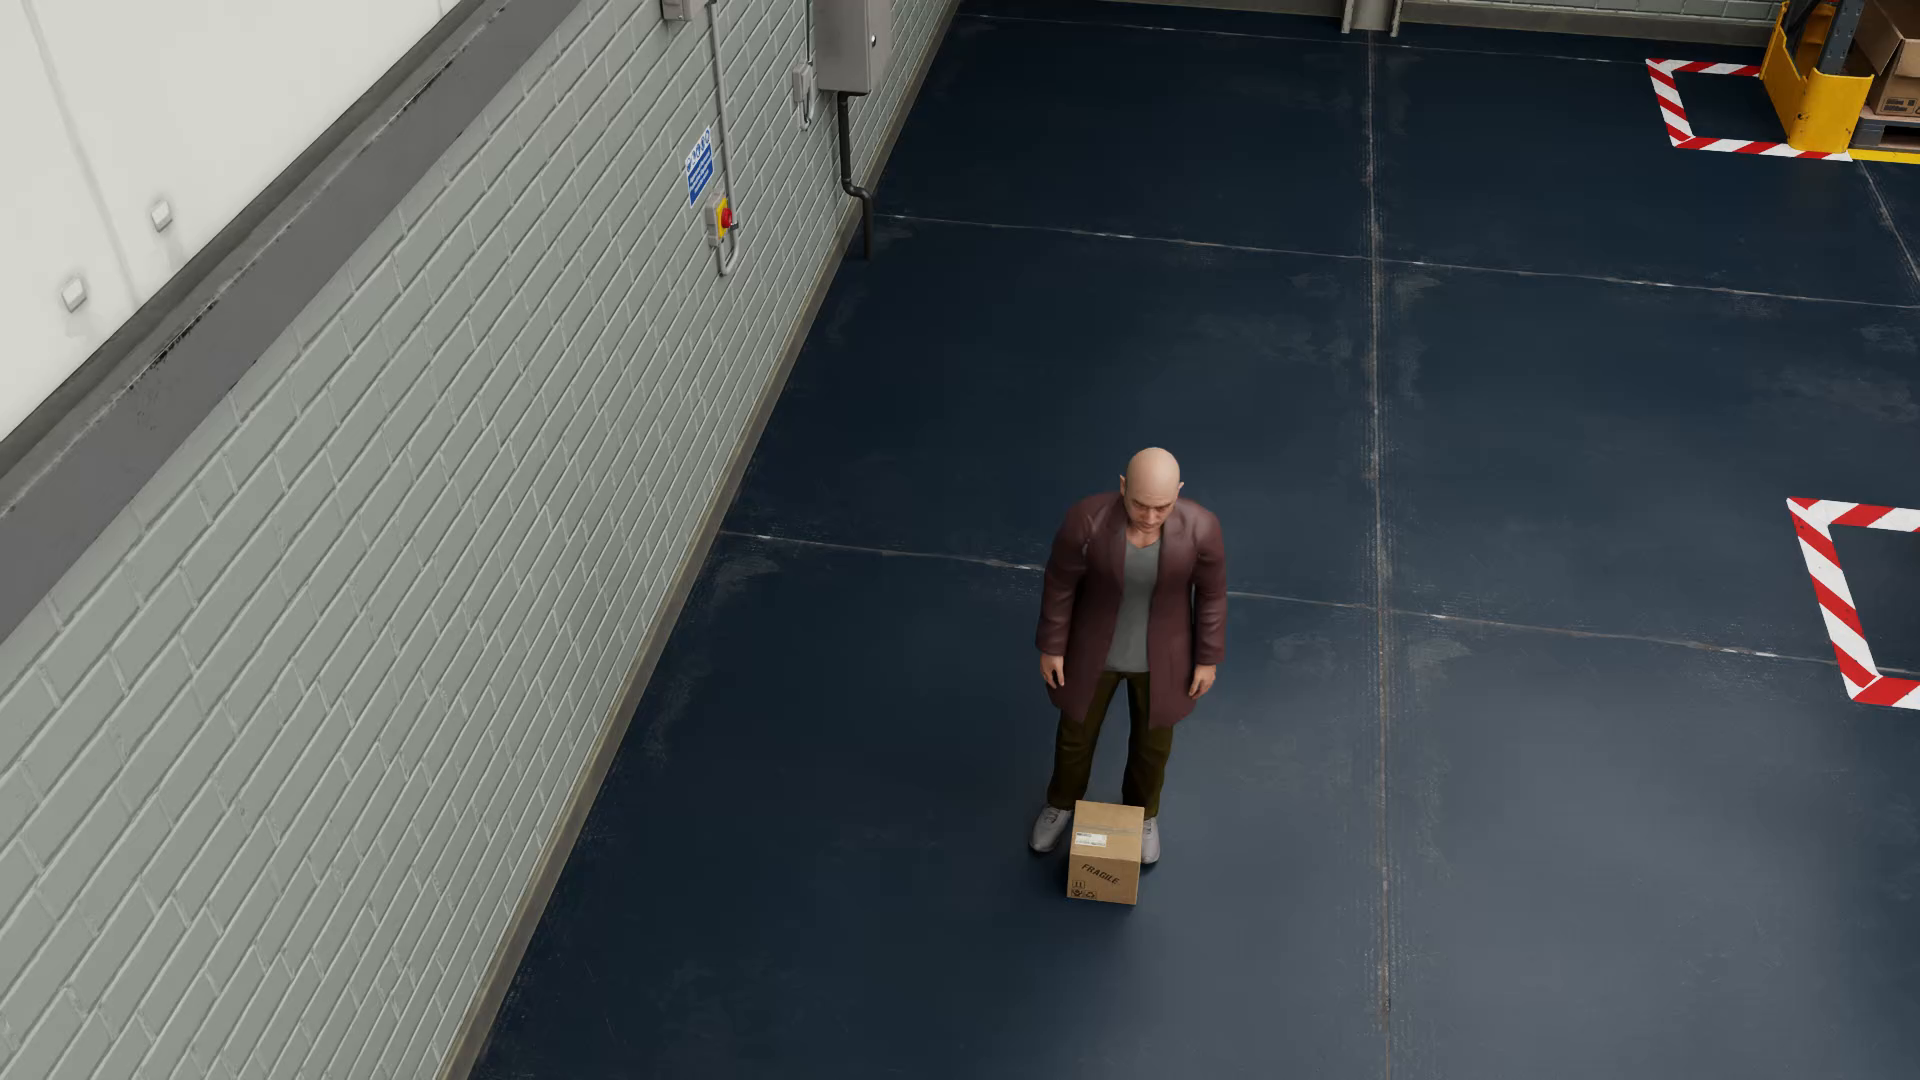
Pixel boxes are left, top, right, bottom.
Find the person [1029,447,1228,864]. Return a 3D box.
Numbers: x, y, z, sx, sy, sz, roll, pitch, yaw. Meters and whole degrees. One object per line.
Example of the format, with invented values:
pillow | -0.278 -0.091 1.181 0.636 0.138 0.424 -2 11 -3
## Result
person | 0.581 0.388 5.706 0.653 1.773 0.424 4 40 5
